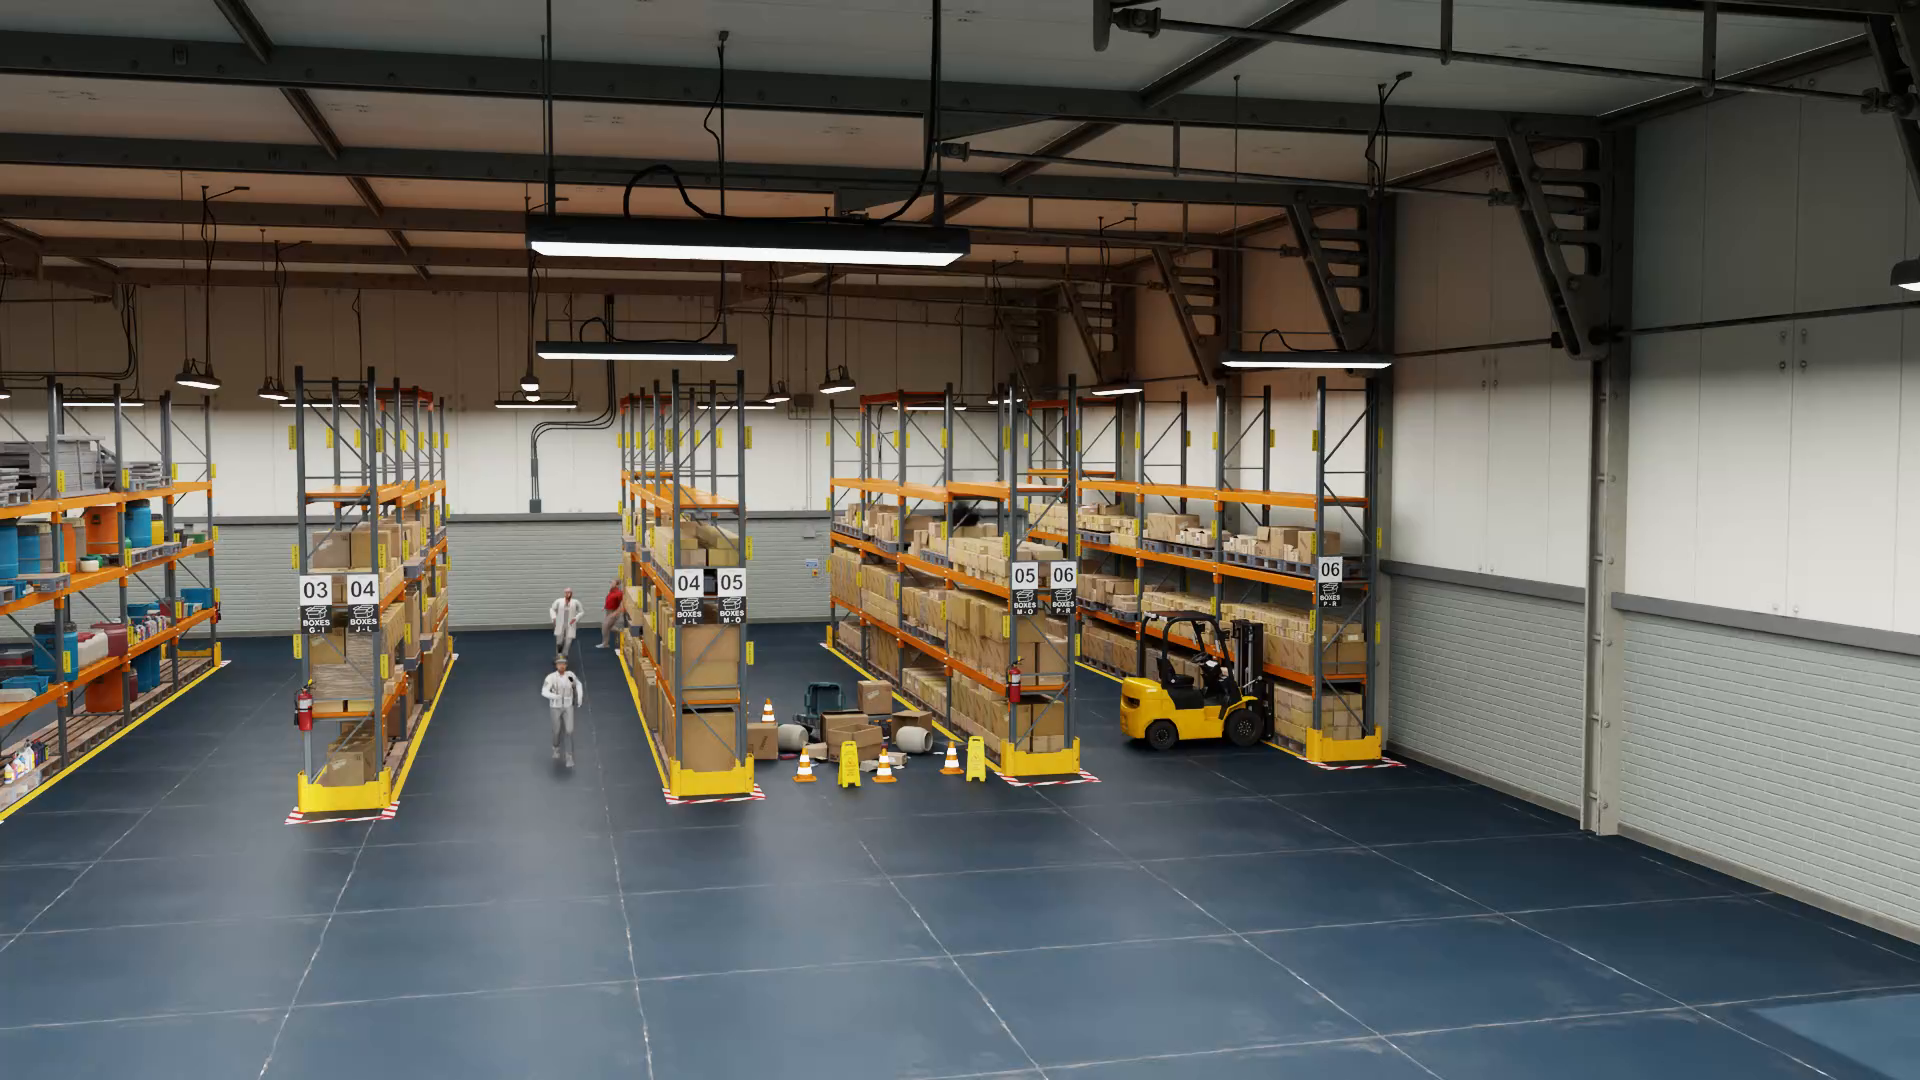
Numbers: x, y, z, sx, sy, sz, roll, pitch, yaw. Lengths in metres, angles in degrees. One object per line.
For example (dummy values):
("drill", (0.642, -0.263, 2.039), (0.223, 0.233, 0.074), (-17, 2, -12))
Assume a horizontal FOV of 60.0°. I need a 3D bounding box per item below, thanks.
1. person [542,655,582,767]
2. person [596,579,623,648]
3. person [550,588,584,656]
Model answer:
("person", (-6.144, 2.638, 25.705), (0.631, 1.770, 0.739), (-1, 4, -20))
("person", (-8.351, 1.779, 40.121), (0.765, 1.665, 0.714), (-3, 4, -38))
("person", (-8.754, 1.932, 37.037), (0.739, 1.733, 0.595), (-1, 3, -10))
